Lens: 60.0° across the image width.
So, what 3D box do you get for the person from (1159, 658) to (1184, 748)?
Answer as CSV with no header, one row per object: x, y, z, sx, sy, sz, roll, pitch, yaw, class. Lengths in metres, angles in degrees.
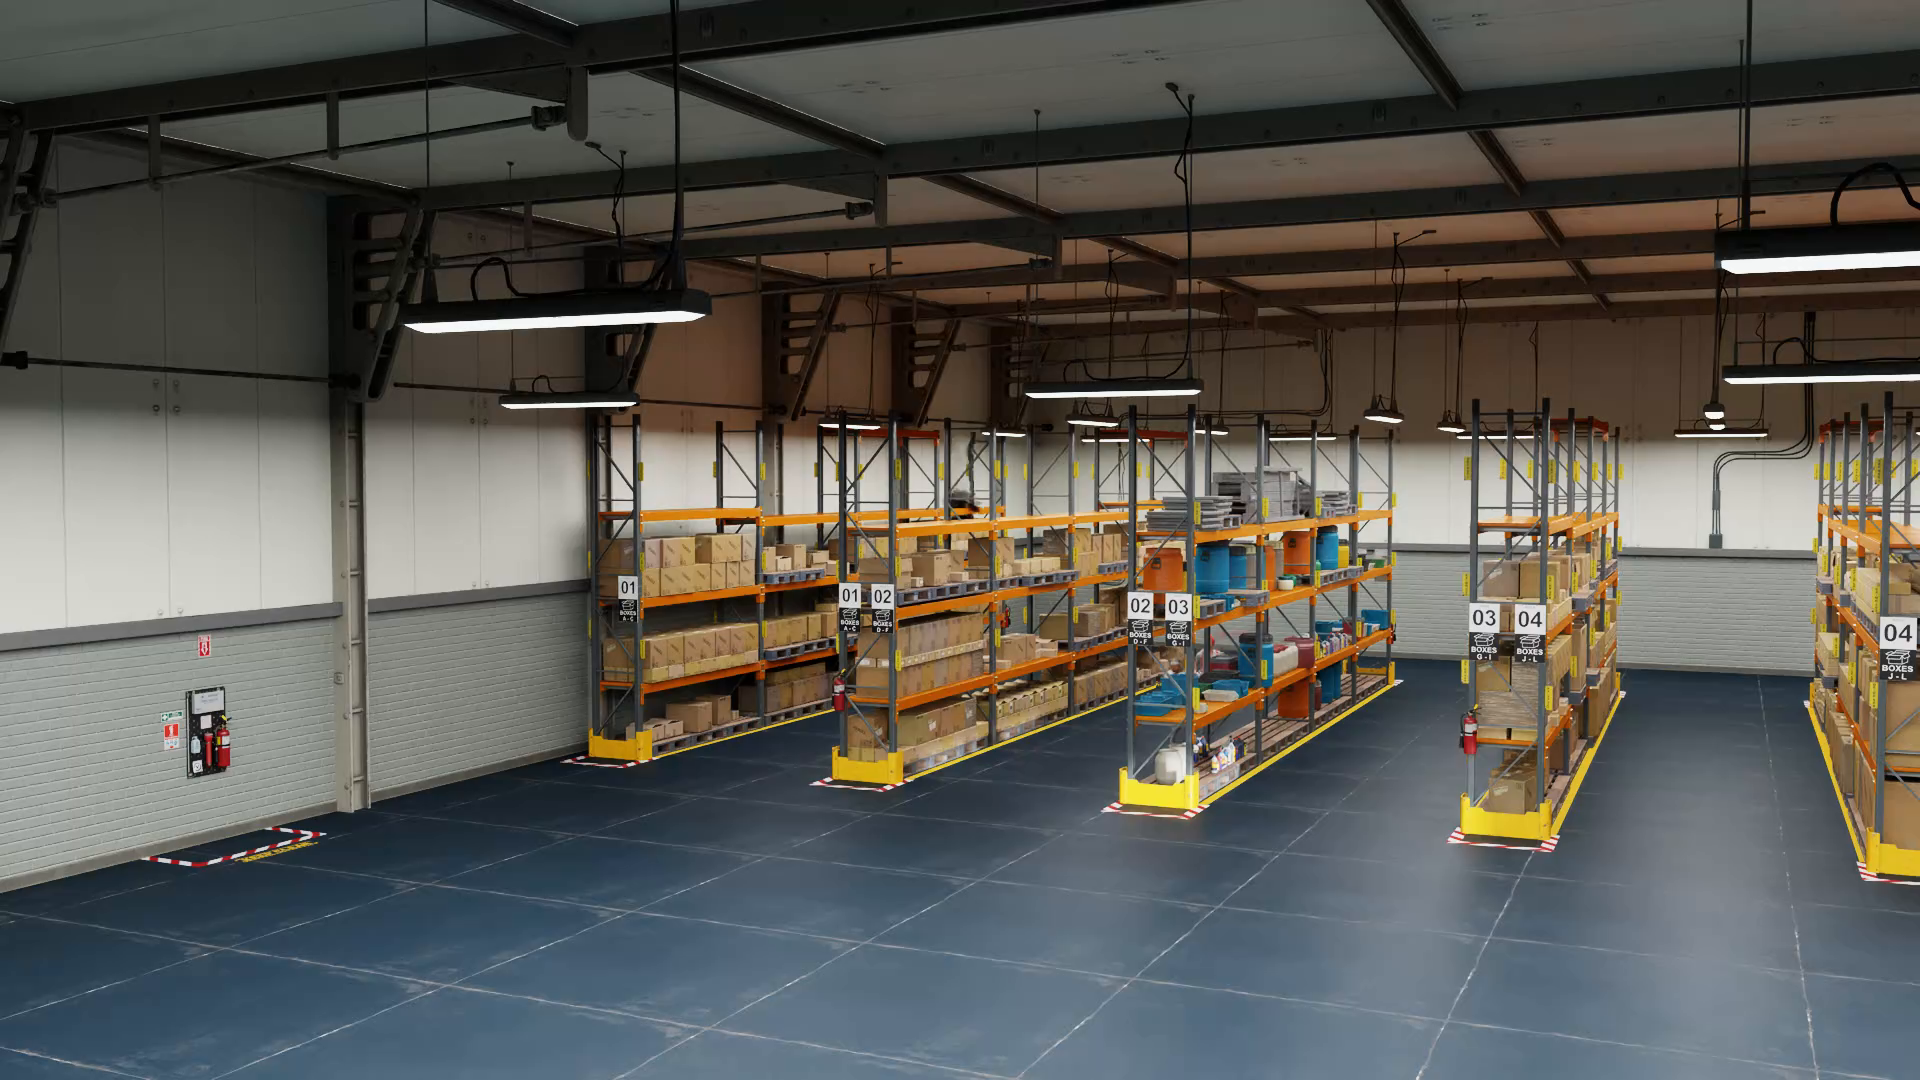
3.896,2.956,30.289,0.611,1.653,0.664,1,3,21,person

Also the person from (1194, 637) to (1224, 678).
4.944,2.783,32.884,0.684,1.757,0.777,1,2,20,person
